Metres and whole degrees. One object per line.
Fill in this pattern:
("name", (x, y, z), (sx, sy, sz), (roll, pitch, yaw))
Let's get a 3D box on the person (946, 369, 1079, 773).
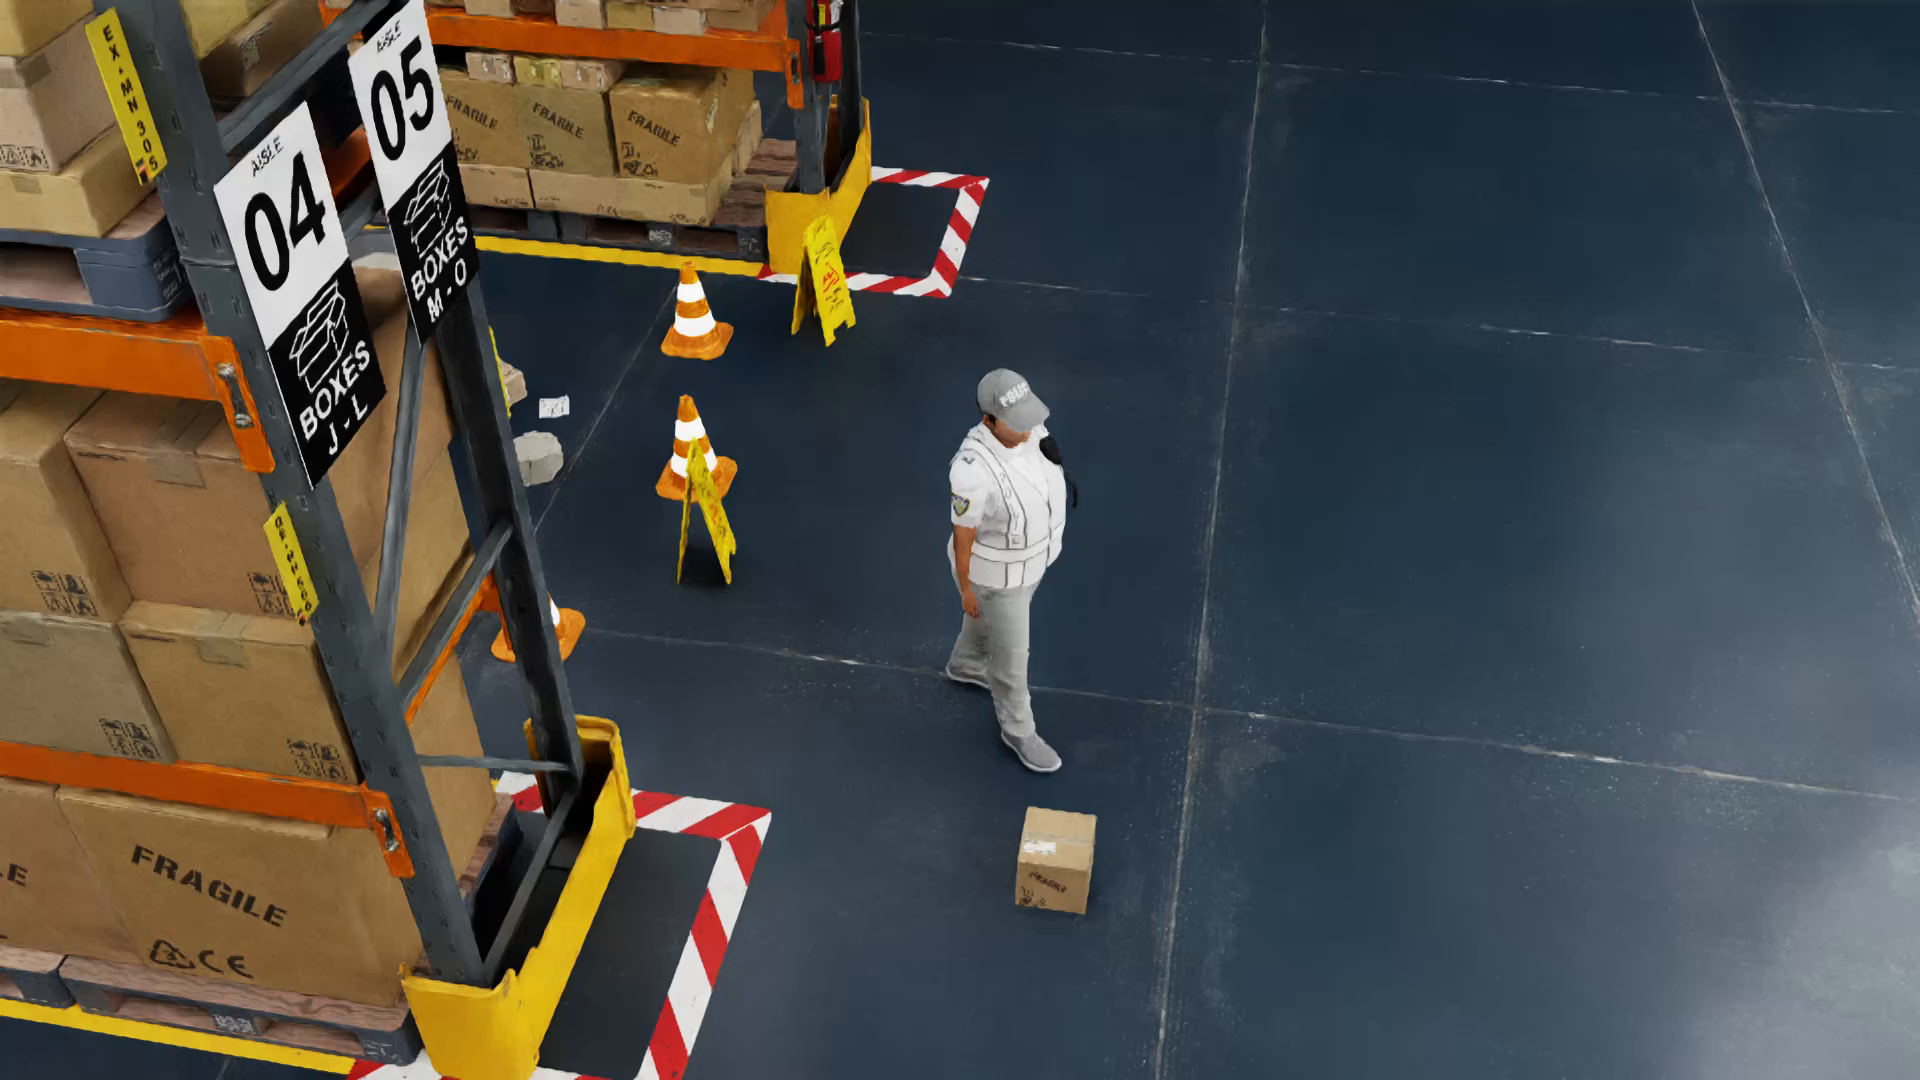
("person", (0.188, 0.071, 6.062), (0.637, 1.654, 0.470), (23, 46, 24))
